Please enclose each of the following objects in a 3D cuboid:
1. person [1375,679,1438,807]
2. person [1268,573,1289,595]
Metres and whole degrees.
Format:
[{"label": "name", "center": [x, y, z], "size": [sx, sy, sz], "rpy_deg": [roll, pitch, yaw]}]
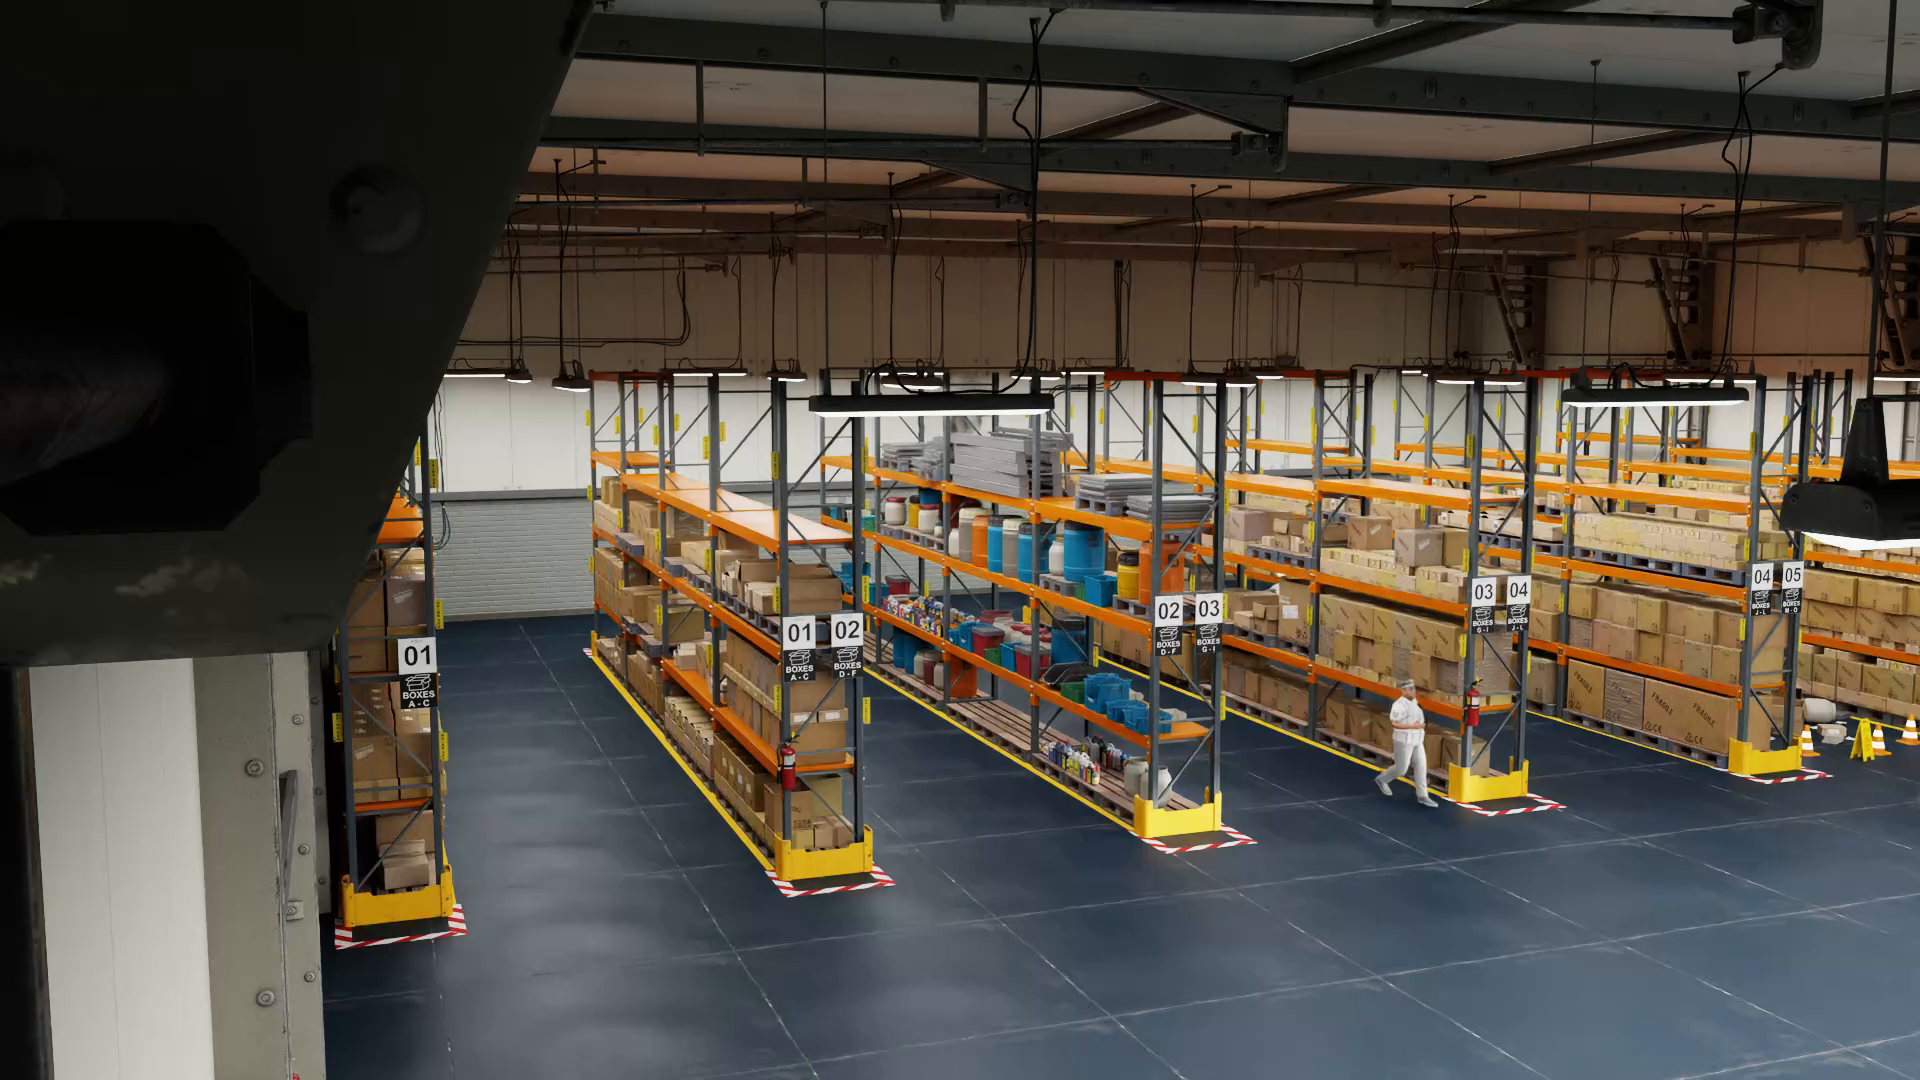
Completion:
[{"label": "person", "center": [6.305, 2.817, 23.383], "size": [0.665, 1.760, 0.967], "rpy_deg": [-5, 8, -37]}, {"label": "person", "center": [6.802, 1.536, 34.996], "size": [0.635, 1.817, 0.836], "rpy_deg": [-2, 7, -19]}]
